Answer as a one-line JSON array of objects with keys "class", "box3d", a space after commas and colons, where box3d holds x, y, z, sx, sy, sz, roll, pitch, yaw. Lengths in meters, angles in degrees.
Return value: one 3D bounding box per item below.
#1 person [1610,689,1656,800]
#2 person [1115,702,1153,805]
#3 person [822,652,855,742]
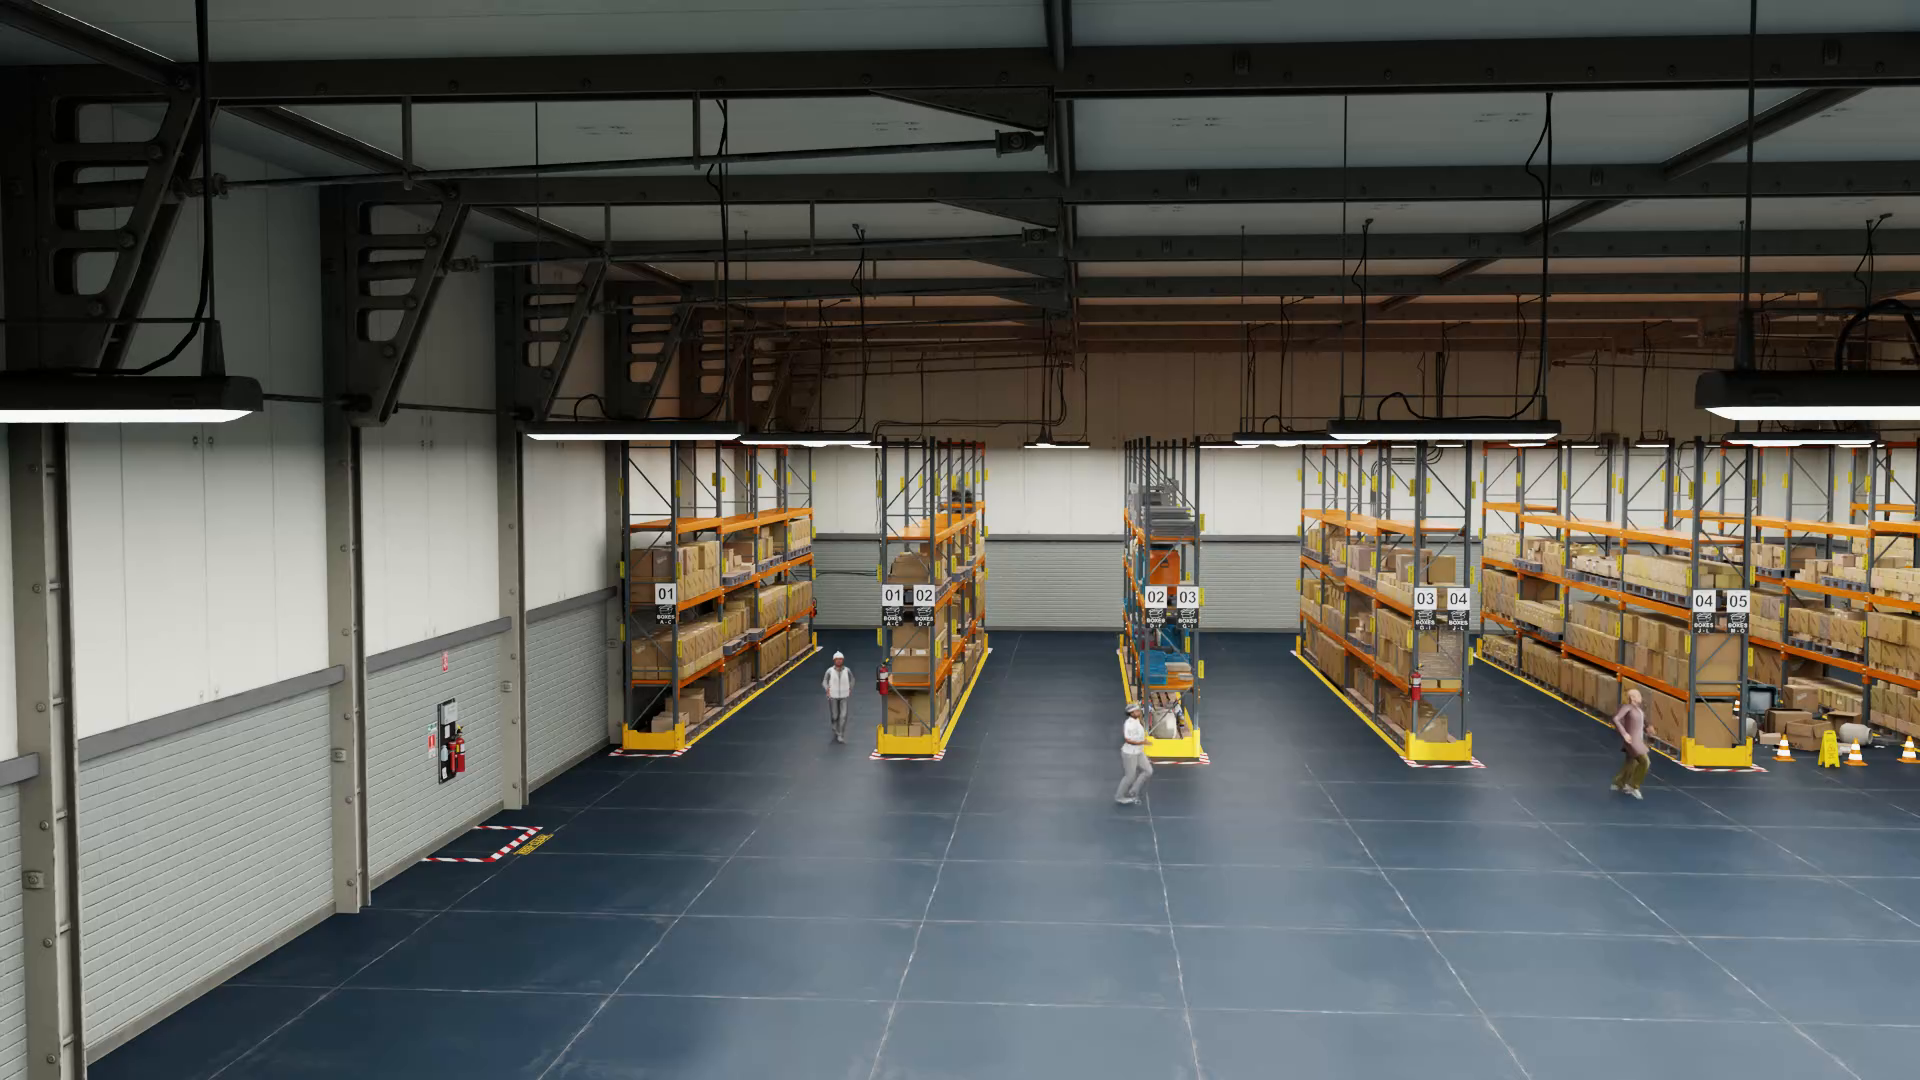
[{"class": "person", "box3d": [11.126, 3.380, 27.498, 0.703, 1.837, 0.712, 2, 4, 36]}, {"class": "person", "box3d": [2.826, 3.450, 26.830, 0.681, 1.703, 0.548, 2, 3, 29]}, {"class": "person", "box3d": [-2.398, 3.097, 32.986, 0.661, 1.745, 0.732, 0, 3, -9]}]
